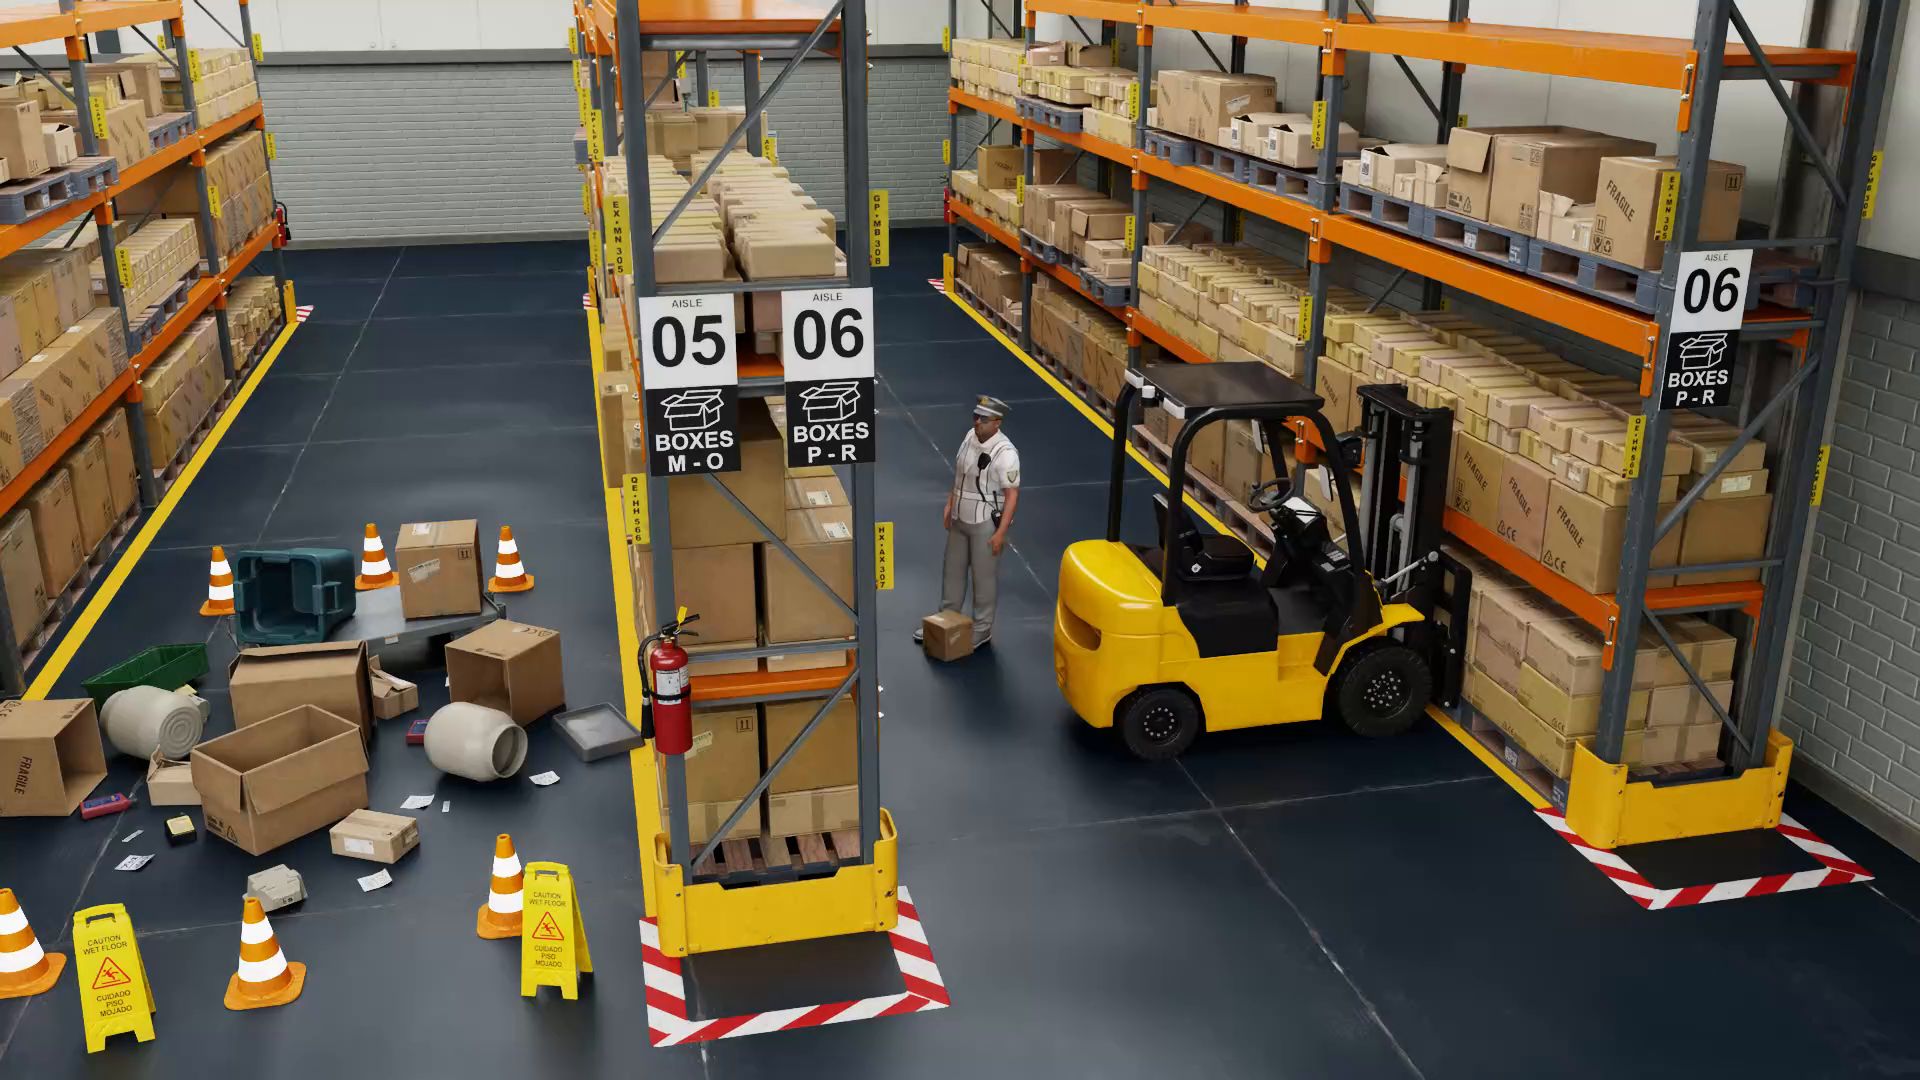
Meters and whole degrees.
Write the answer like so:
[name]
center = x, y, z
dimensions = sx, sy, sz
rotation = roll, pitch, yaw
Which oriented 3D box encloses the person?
[person]
center = 0.066, -0.123, 11.338
dimensions = 0.575, 1.781, 0.640
rotation = -14, 24, -35
